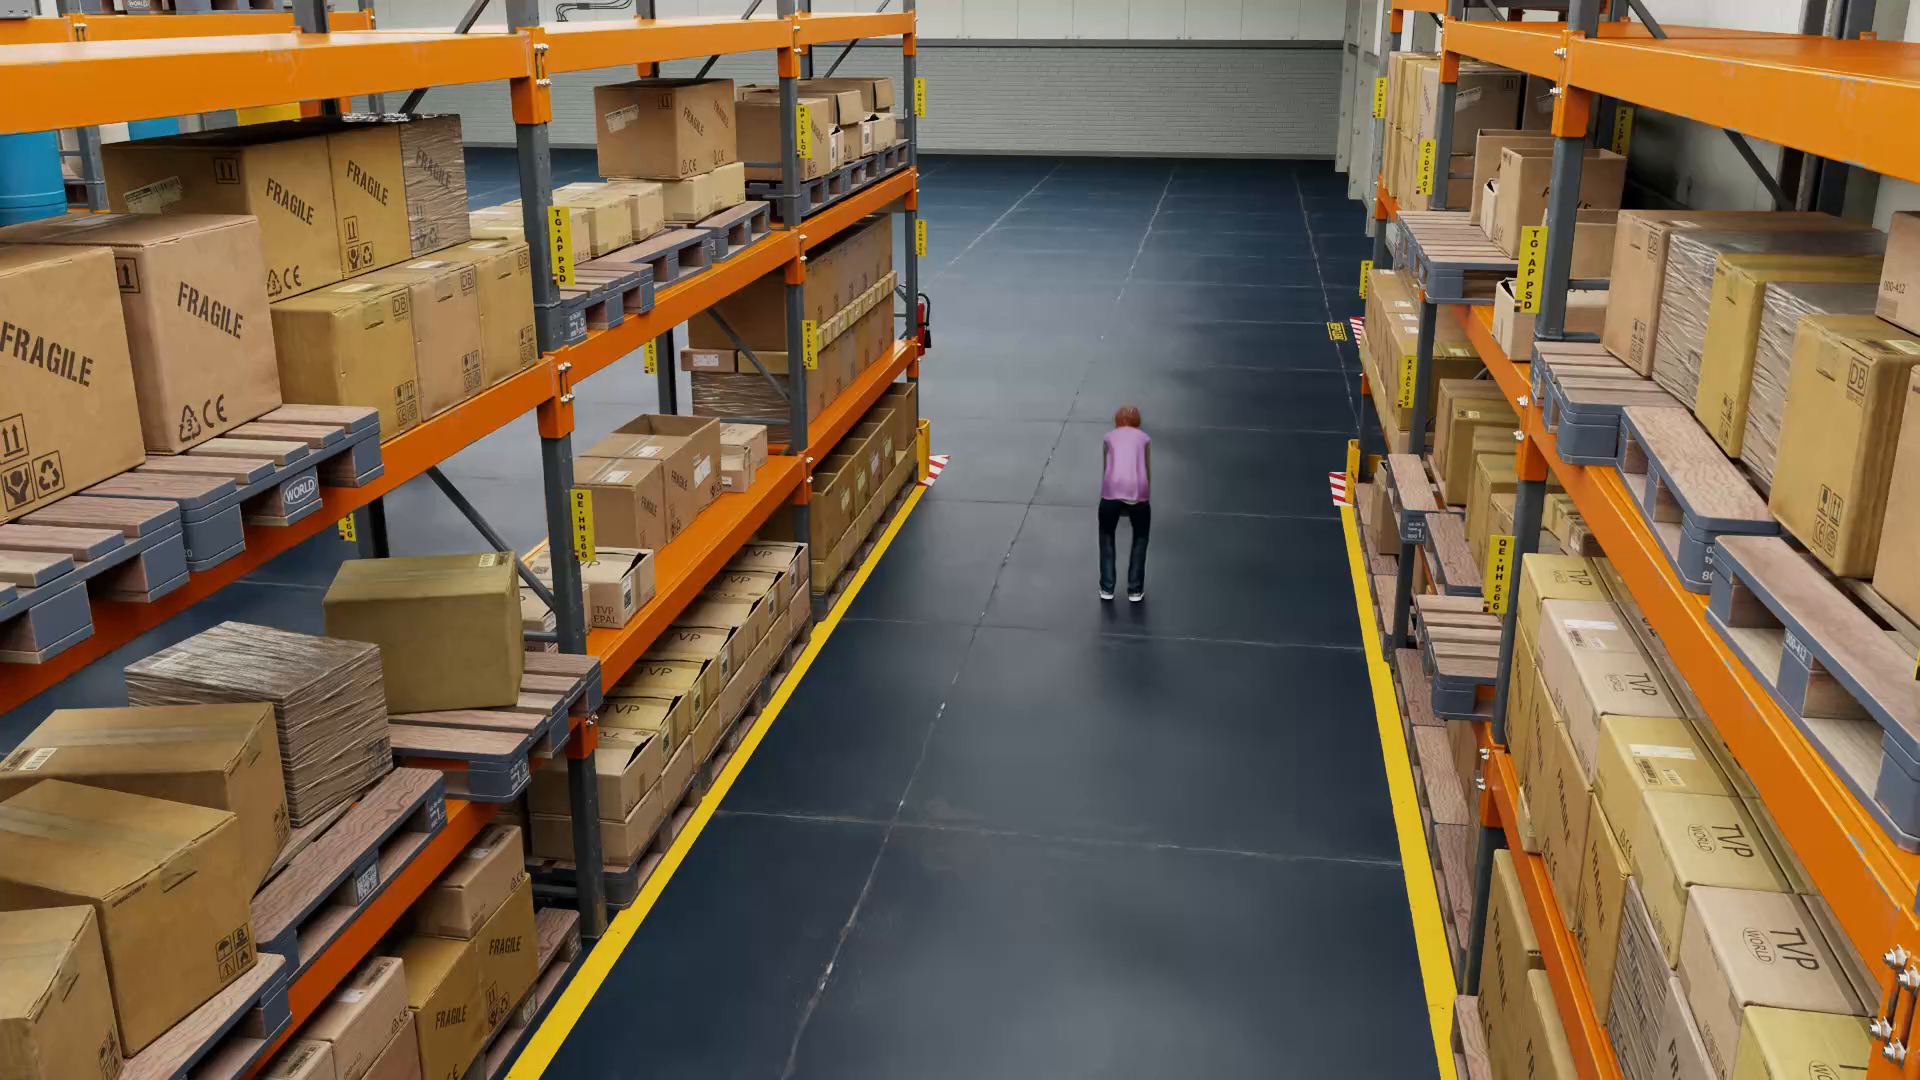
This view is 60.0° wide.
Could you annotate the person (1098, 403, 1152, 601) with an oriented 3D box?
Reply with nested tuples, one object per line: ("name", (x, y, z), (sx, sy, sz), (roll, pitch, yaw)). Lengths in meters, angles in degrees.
("person", (1.223, -0.268, 12.278), (0.381, 1.359, 0.727), (2, 18, 7))
